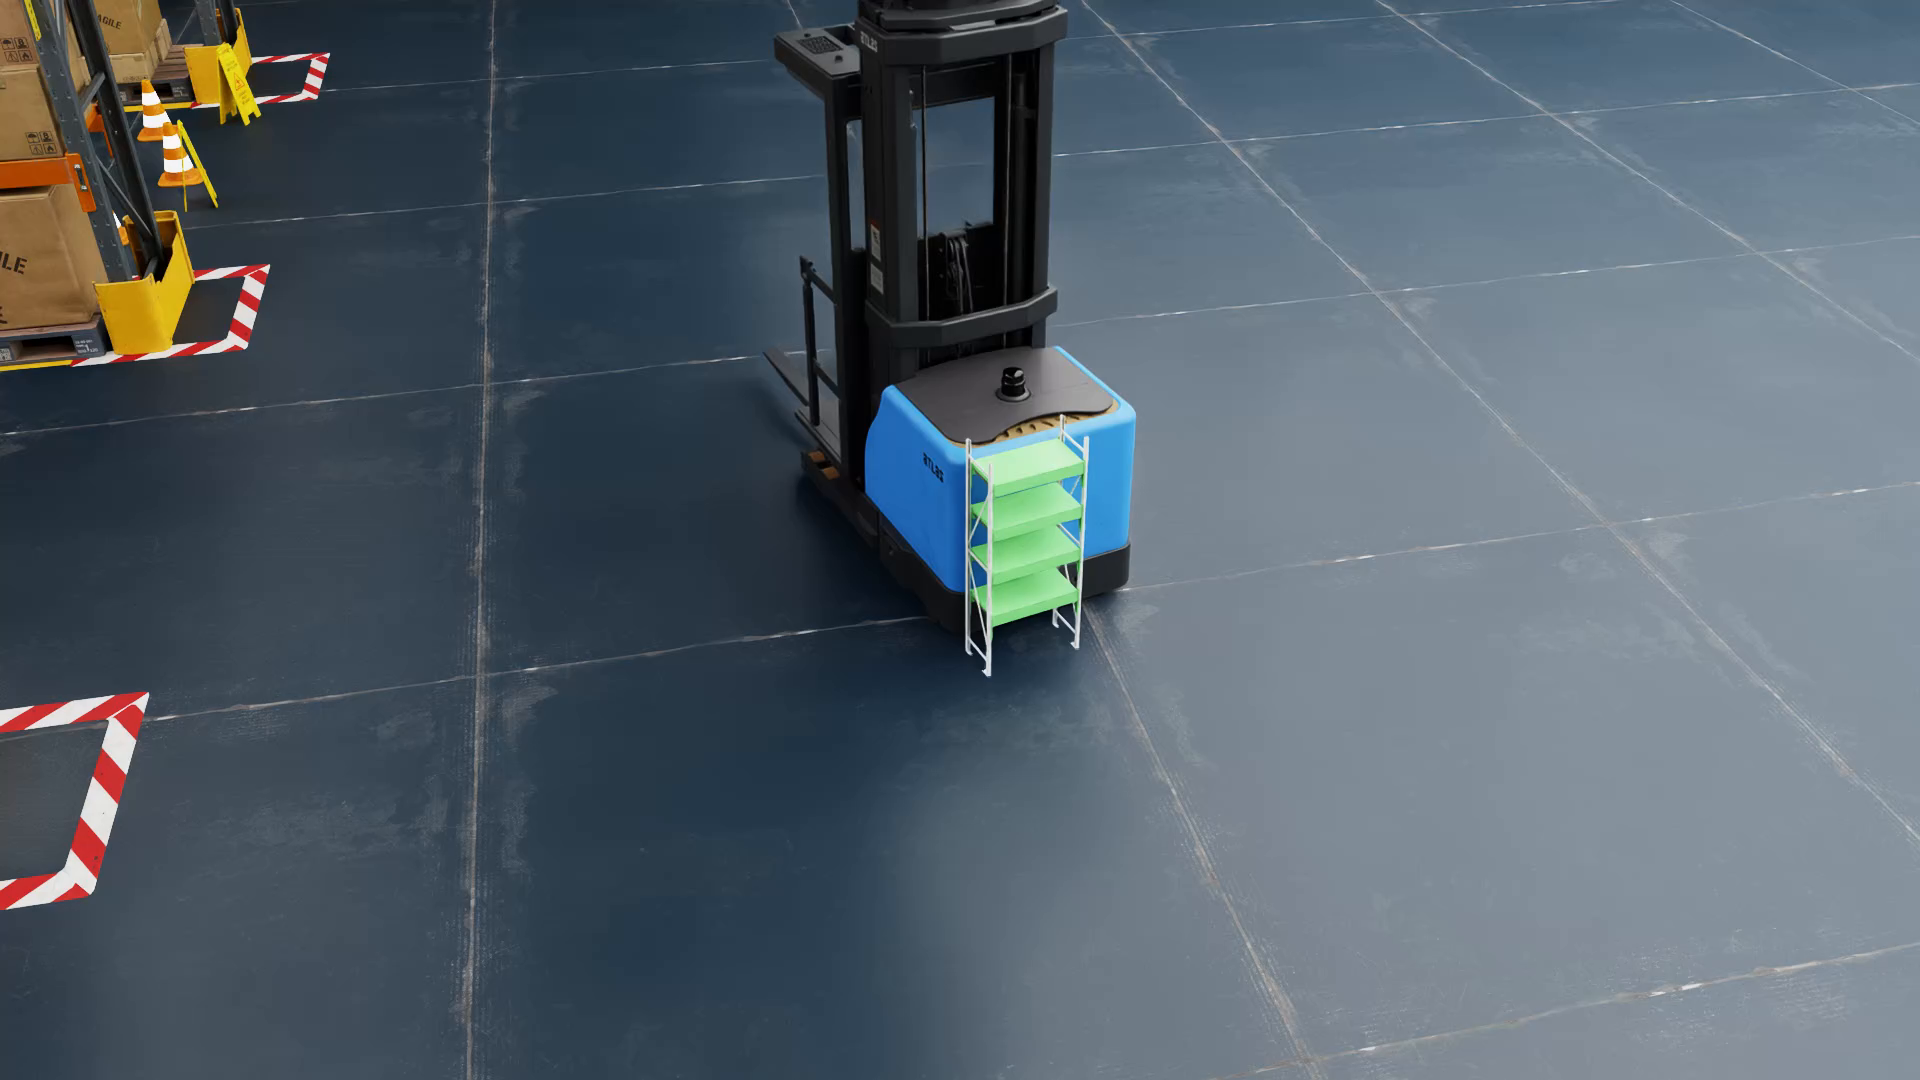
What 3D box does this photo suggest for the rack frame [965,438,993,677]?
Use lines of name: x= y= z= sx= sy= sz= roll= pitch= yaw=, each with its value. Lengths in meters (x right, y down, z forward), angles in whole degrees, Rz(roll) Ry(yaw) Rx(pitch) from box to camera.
rack frame: x=0.087 y=0.101 z=7.745 sx=0.015 sy=1.200 sz=0.240 roll=-16 pitch=37 yaw=-22

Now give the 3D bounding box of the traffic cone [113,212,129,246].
traffic cone: x=-6.287 y=-2.419 z=12.162 sx=0.334 sy=0.463 sz=0.336 roll=-7 pitch=35 yaw=-11

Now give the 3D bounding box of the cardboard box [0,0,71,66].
cardboard box: x=-5.826 y=-3.252 z=10.023 sx=0.550 sy=0.550 sz=0.875 roll=-7 pitch=35 yaw=-11

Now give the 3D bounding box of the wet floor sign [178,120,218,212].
wet floor sign: x=-5.864 y=-2.868 z=12.667 sx=0.232 sy=0.644 sz=0.267 roll=-13 pitch=36 yaw=-19

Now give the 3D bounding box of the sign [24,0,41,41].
sign: x=-5.350 y=-3.048 z=9.572 sx=0.005 sy=0.325 sz=0.100 roll=-7 pitch=35 yaw=-11

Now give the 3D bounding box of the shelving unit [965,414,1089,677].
shelving unit: x=0.305 y=0.040 z=7.837 sx=0.503 sy=1.200 sz=0.258 roll=-16 pitch=37 yaw=-22

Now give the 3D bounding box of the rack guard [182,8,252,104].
rack guard: x=-6.720 y=-4.396 z=15.075 sx=0.348 sy=0.500 sz=1.175 roll=-7 pitch=35 yaw=-11

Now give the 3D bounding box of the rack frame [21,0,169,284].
rack frame: x=-5.456 y=-2.766 z=10.402 sx=0.127 sy=3.000 sz=1.000 roll=-7 pitch=35 yaw=-11

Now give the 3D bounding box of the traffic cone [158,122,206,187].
traffic cone: x=-6.205 y=-3.075 z=13.139 sx=0.334 sy=0.463 sz=0.336 roll=-7 pitch=35 yaw=-11

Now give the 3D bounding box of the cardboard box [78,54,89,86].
cardboard box: x=-7.882 y=-4.171 z=14.588 sx=0.500 sy=0.250 sz=0.500 roll=-7 pitch=35 yaw=-10

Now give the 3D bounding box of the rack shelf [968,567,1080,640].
rack shelf: x=0.305 y=0.292 z=8.006 sx=0.480 sy=0.148 sz=0.258 roll=-16 pitch=37 yaw=-22

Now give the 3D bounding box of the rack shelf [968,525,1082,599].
rack shelf: x=0.305 y=0.093 z=7.872 sx=0.480 sy=0.148 sz=0.258 roll=-16 pitch=37 yaw=-22

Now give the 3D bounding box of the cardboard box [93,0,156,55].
cardboard box: x=-7.370 y=-4.547 z=14.475 sx=0.500 sy=0.500 sz=0.500 roll=-7 pitch=34 yaw=-10

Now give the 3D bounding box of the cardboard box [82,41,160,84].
cardboard box: x=-7.399 y=-4.228 z=14.672 sx=0.500 sy=0.250 sz=0.500 roll=-7 pitch=35 yaw=-11

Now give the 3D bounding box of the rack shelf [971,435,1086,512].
rack shelf: x=0.305 y=-0.306 z=7.605 sx=0.480 sy=0.148 sz=0.258 roll=-16 pitch=37 yaw=-22

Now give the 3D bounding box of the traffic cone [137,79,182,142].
traffic cone: x=-6.781 y=-3.636 z=13.976 sx=0.334 sy=0.463 sz=0.336 roll=-7 pitch=35 yaw=-11

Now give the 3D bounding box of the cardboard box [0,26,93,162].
cardboard box: x=-5.808 y=-2.758 z=10.256 sx=0.550 sy=0.550 sz=0.875 roll=-7 pitch=35 yaw=-11

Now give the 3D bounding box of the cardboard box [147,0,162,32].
cardboard box: x=-7.517 y=-4.835 z=14.904 sx=0.500 sy=0.500 sz=0.500 roll=-8 pitch=35 yaw=-12

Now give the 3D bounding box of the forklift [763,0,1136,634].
forklift: x=-0.248 y=-1.561 z=8.669 sx=1.130 sy=2.935 sz=3.031 roll=-16 pitch=37 yaw=-22

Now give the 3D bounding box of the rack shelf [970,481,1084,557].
rack shelf: x=0.305 y=-0.106 z=7.739 sx=0.480 sy=0.148 sz=0.258 roll=-16 pitch=37 yaw=-22

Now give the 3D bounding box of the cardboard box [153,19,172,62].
cardboard box: x=-7.494 y=-4.527 z=15.118 sx=0.500 sy=0.250 sz=0.500 roll=-7 pitch=35 yaw=-11

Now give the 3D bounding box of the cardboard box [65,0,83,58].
cardboard box: x=-7.879 y=-4.481 z=14.377 sx=0.500 sy=0.500 sz=0.500 roll=-6 pitch=34 yaw=-9

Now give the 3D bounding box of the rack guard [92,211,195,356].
rack guard: x=-5.432 y=-1.731 z=11.103 sx=0.348 sy=0.500 sz=1.175 roll=-7 pitch=35 yaw=-11

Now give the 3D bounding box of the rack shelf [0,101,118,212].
rack shelf: x=-7.407 y=-2.221 z=10.236 sx=4.000 sy=0.370 sz=1.077 roll=-7 pitch=35 yaw=-11

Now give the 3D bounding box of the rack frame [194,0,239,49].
rack frame: x=-6.646 y=-5.443 z=14.393 sx=0.127 sy=3.000 sz=1.000 roll=-7 pitch=35 yaw=-11

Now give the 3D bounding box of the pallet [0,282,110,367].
pallet: x=-6.218 y=-1.467 z=10.969 sx=1.213 sy=0.211 sz=1.003 roll=-7 pitch=35 yaw=-11

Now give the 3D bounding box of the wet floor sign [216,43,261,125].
wet floor sign: x=-6.225 y=-3.908 z=14.217 sx=0.232 sy=0.644 sz=0.267 roll=4 pitch=34 yaw=6

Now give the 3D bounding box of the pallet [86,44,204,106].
pallet: x=-7.521 y=-4.196 z=15.036 sx=1.213 sy=0.211 sz=1.003 roll=-7 pitch=35 yaw=-11

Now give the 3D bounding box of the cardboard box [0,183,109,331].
cardboard box: x=-6.103 y=-1.938 z=10.700 sx=0.875 sy=0.875 sz=0.875 roll=-7 pitch=34 yaw=-10

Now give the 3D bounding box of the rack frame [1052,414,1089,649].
rack frame: x=0.523 y=-0.021 z=7.928 sx=0.015 sy=1.200 sz=0.240 roll=-16 pitch=37 yaw=-22
